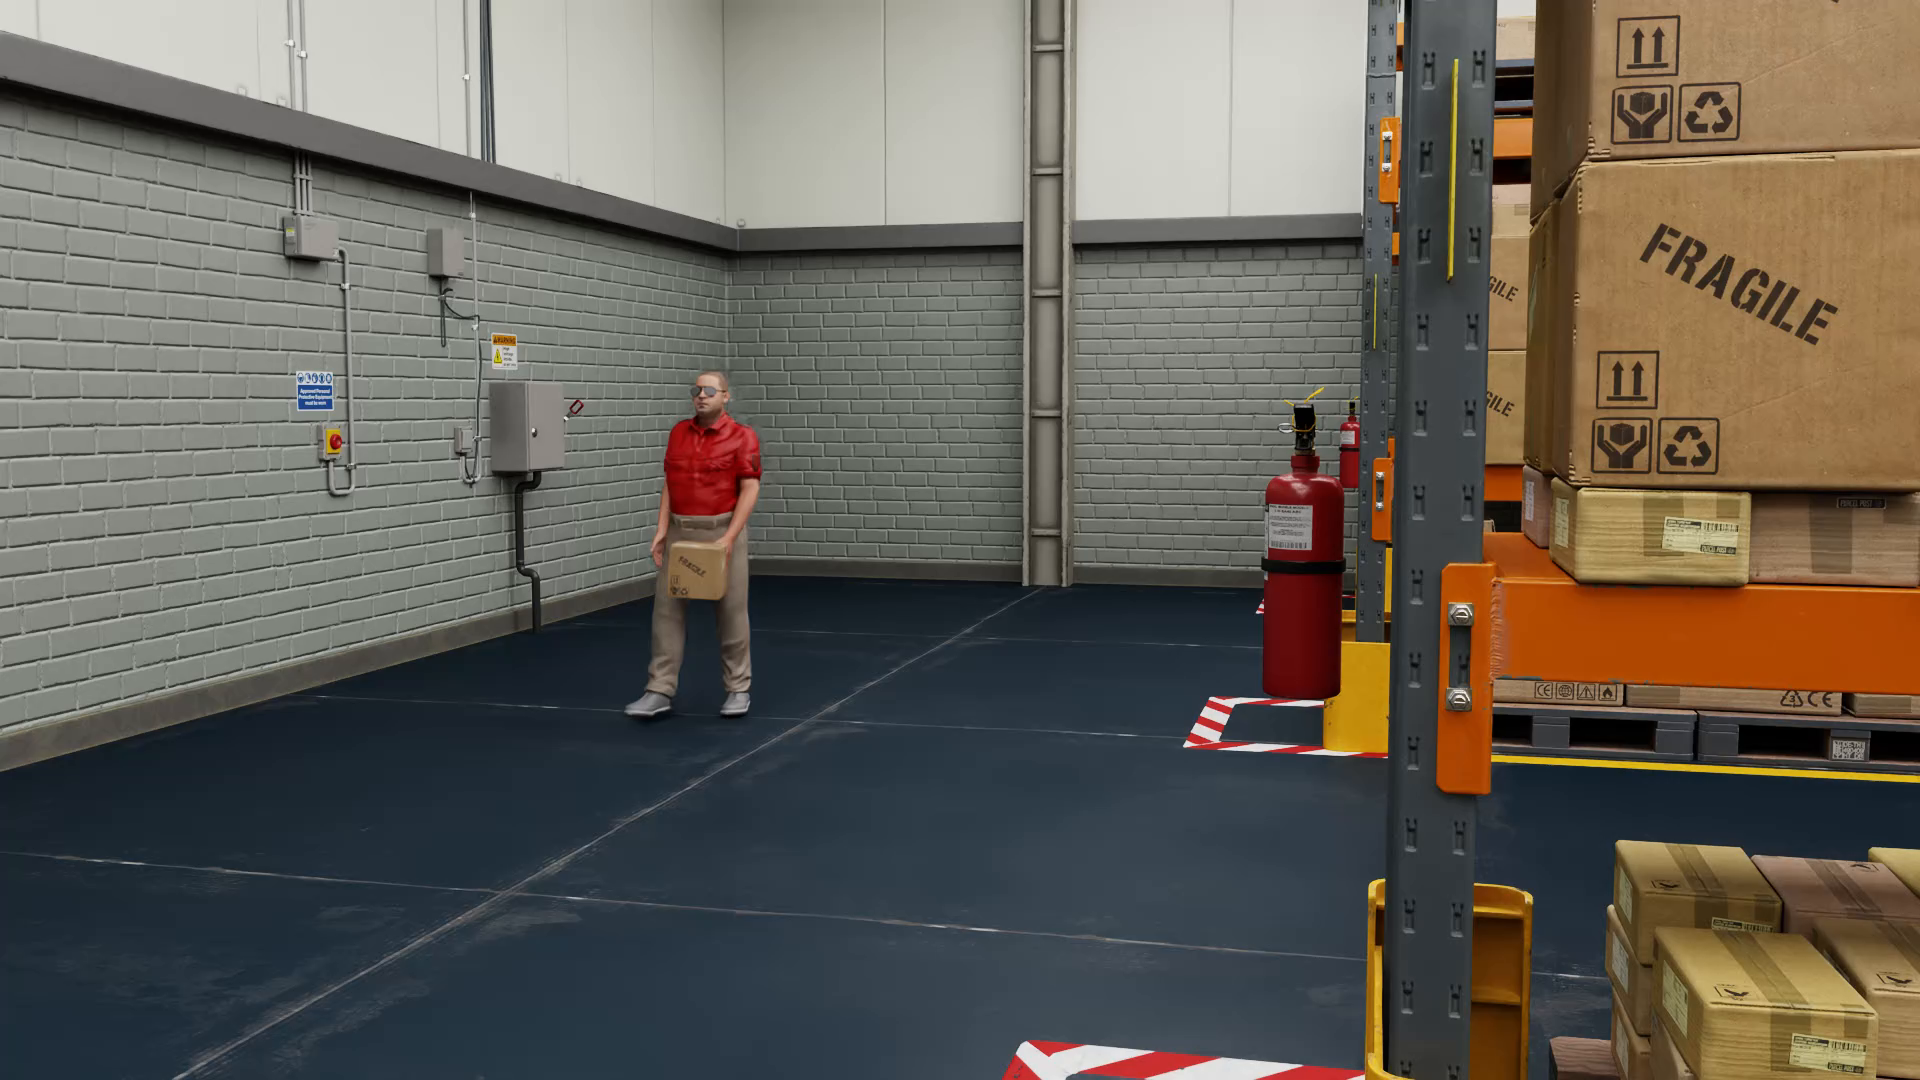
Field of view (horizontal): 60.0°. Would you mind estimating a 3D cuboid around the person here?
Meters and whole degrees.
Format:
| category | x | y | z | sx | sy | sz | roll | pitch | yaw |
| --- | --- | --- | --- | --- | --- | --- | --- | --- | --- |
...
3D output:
| category | x | y | z | sx | sy | sz | roll | pitch | yaw |
| --- | --- | --- | --- | --- | --- | --- | --- | --- | --- |
| person | -1.295 | 0.023 | 8.259 | 0.577 | 1.724 | 0.648 | 2 | 5 | 20 |
